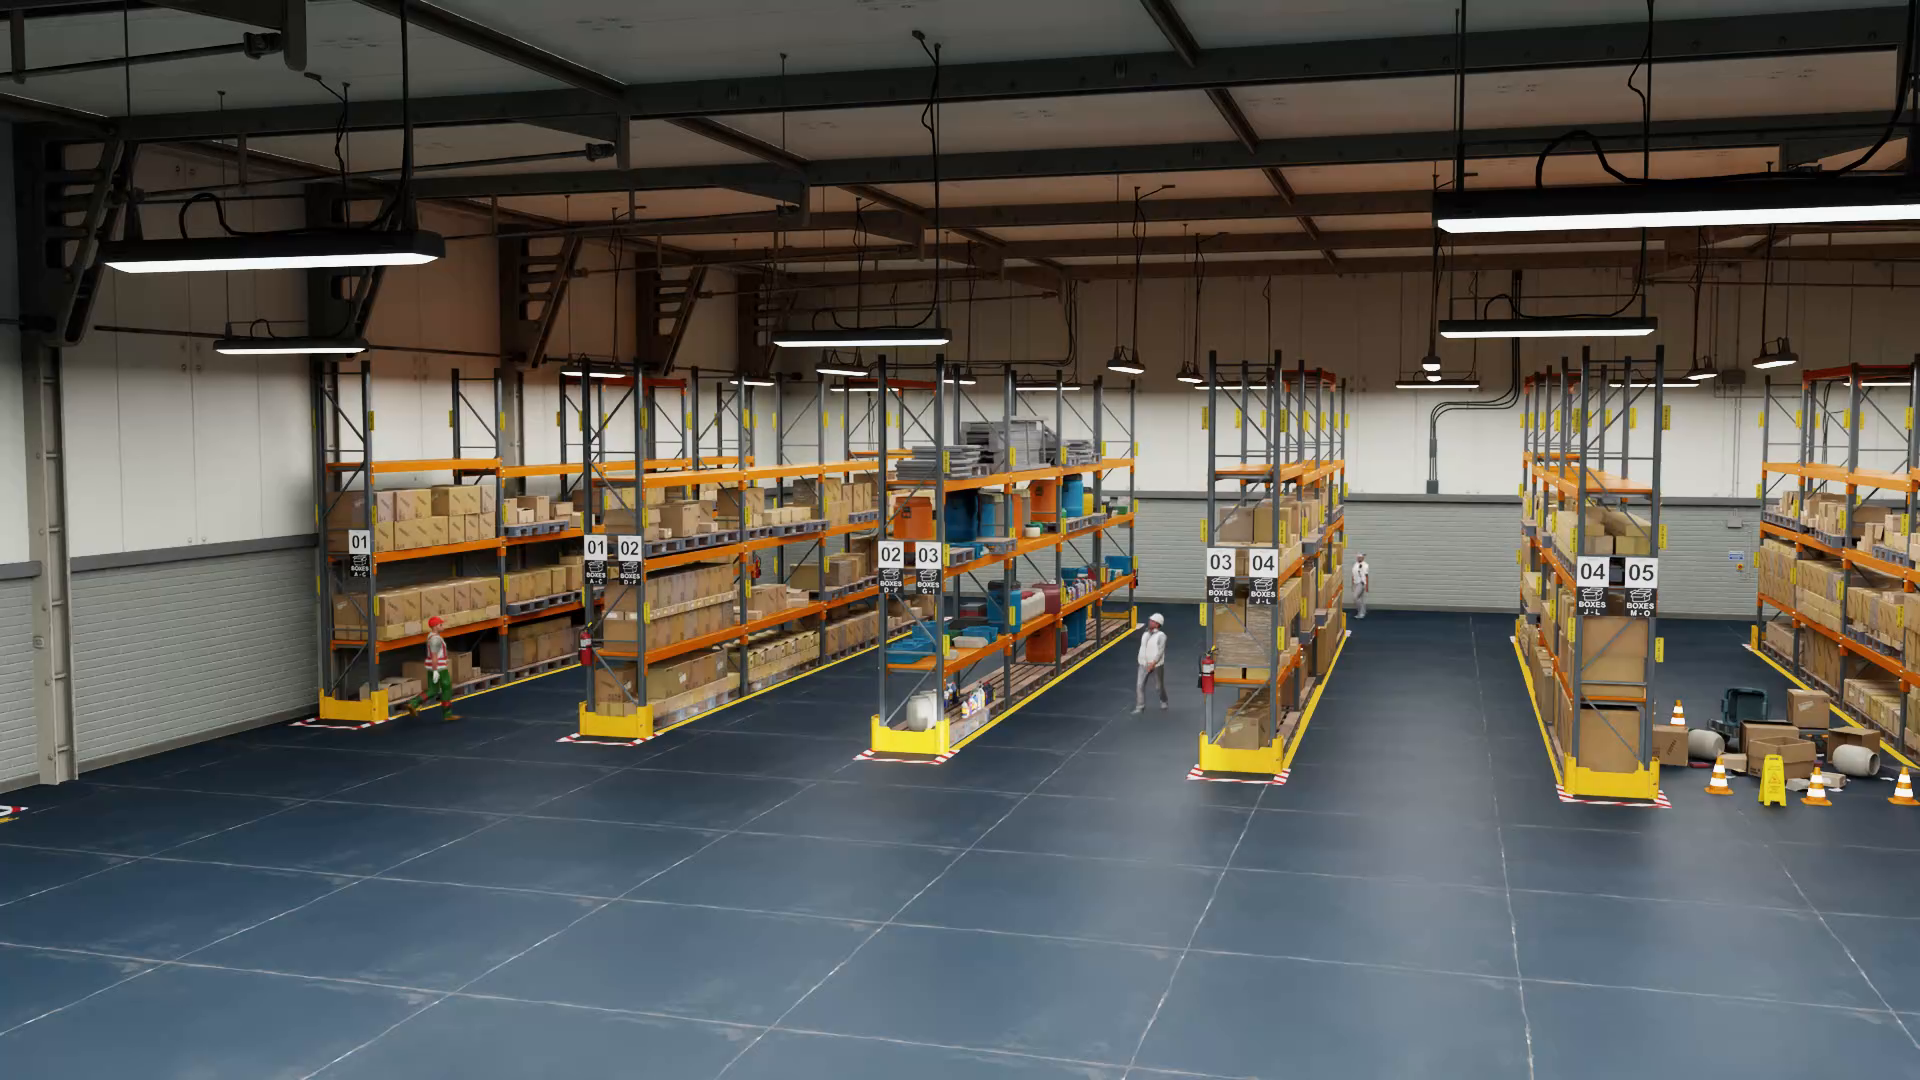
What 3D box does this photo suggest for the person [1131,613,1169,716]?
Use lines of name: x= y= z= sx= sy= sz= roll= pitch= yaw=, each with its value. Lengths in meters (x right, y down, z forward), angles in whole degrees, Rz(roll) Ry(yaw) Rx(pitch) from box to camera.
person: x=3.262 y=2.118 z=28.339 sx=0.528 sy=1.723 sz=1.001 roll=2 pitch=5 yaw=29

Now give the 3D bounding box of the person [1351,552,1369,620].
person: x=10.097 y=1.154 z=42.113 sx=0.449 sy=1.724 sz=0.444 roll=-1 pitch=4 yaw=-8

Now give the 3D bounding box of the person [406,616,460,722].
person: x=-8.757 y=2.150 z=27.609 sx=0.866 sy=1.768 sz=0.515 roll=-4 pitch=6 yaw=-42
